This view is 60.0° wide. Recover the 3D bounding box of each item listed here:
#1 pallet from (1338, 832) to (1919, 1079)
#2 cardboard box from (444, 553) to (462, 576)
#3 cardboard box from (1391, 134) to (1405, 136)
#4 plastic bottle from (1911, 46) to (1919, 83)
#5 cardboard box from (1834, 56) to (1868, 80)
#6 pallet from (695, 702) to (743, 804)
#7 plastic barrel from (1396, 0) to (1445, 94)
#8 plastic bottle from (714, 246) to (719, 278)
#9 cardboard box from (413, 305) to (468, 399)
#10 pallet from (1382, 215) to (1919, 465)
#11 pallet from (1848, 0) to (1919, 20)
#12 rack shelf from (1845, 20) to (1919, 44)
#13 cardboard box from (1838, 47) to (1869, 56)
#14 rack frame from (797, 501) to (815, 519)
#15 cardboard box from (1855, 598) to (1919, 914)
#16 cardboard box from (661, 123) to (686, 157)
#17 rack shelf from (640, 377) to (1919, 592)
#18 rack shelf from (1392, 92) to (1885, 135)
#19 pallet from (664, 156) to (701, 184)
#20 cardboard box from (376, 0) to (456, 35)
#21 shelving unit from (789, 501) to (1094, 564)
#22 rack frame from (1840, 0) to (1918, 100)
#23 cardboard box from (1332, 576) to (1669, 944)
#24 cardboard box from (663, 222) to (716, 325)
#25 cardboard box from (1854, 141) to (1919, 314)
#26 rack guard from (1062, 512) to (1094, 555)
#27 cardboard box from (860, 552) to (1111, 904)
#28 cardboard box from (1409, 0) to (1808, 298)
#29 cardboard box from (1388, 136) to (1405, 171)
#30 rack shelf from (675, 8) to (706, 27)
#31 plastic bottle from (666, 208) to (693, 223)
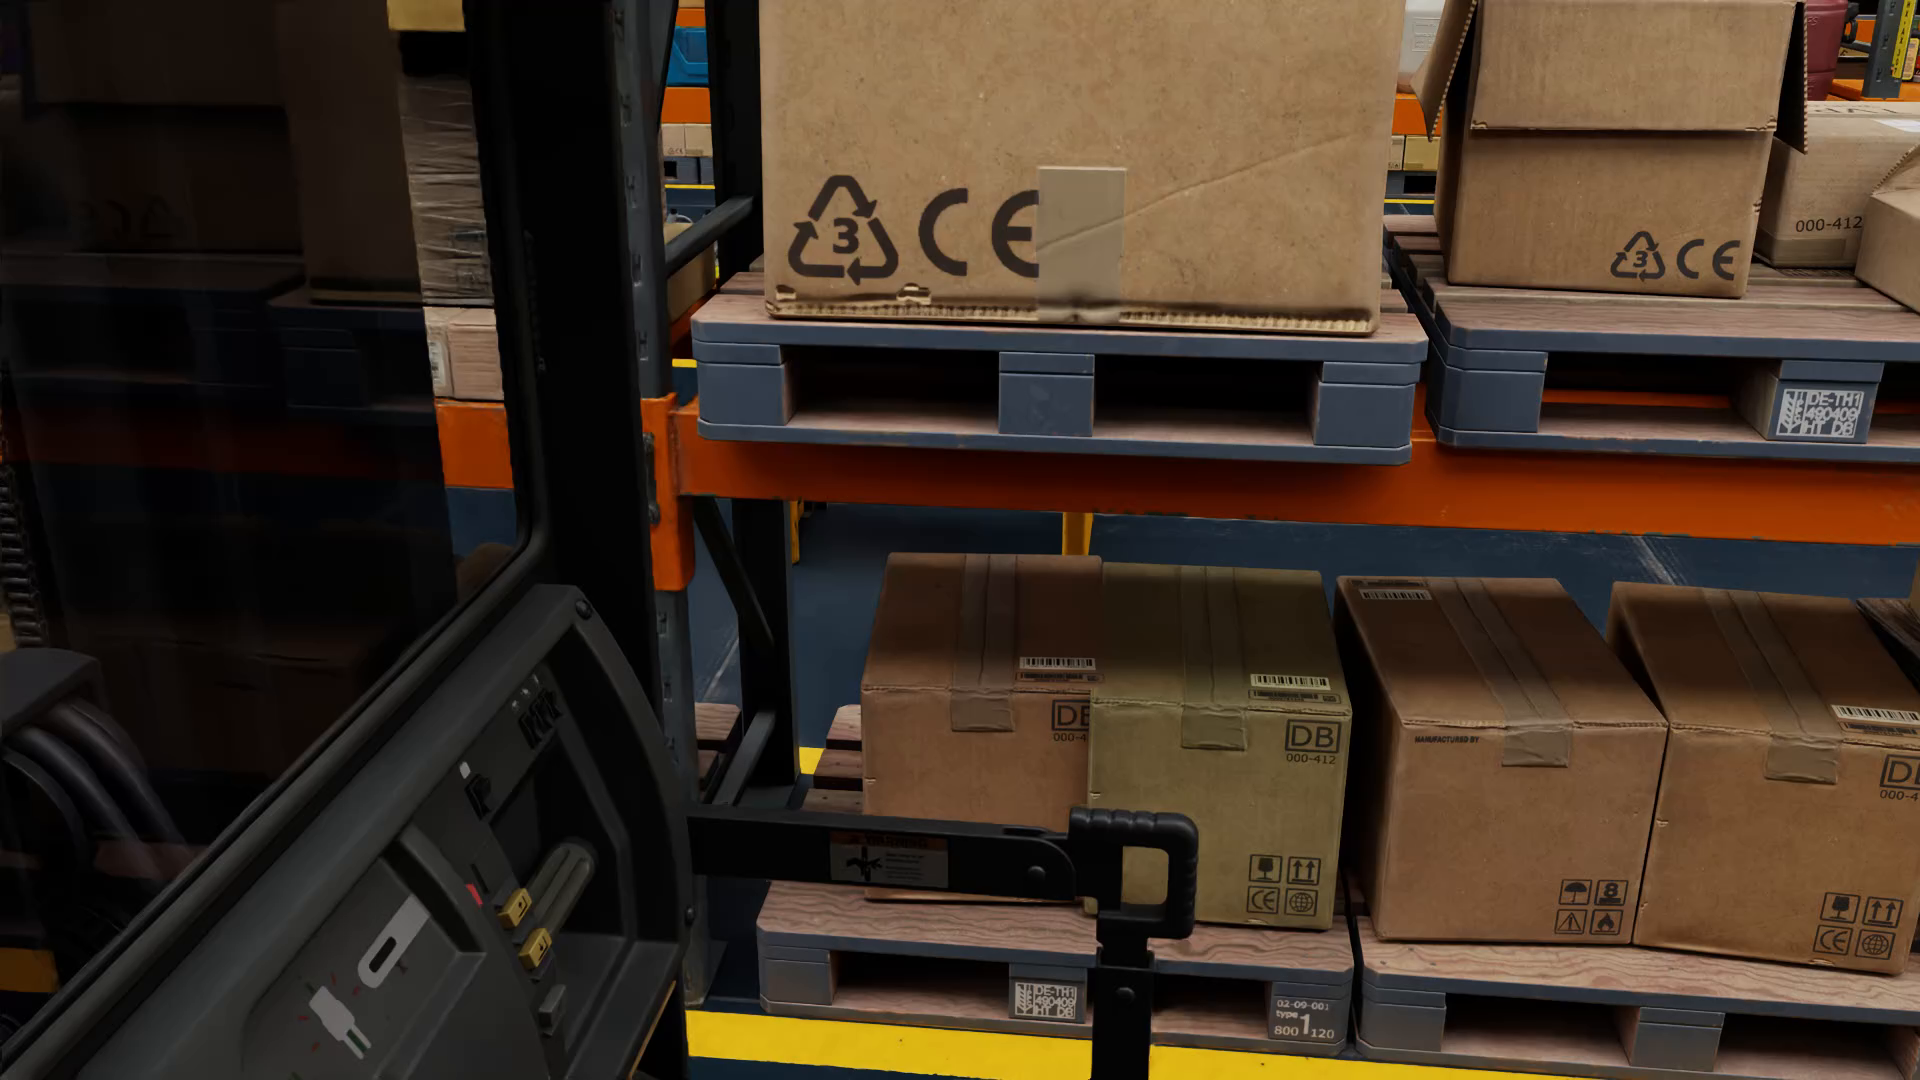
[{"bbox_3d":[1.448,0.781,3.678,1.213,0.211,1.003,2,22,6],"label":"pallet"},{"bbox_3d":[-1.502,0.312,3.899,0.500,0.500,0.500,10,24,23],"label":"cardboard box"},{"bbox_3d":[3.035,-3.198,12.355,0.500,0.311,0.500,2,22,6],"label":"cardboard box"},{"bbox_3d":[4.579,-2.271,7.874,0.097,0.201,0.097,0,22,0],"label":"plastic bottle"},{"bbox_3d":[6.631,-3.437,12.336,0.500,0.250,0.500,2,22,5],"label":"cardboard box"},{"bbox_3d":[-1.211,0.679,3.934,1.213,0.211,1.003,2,22,6],"label":"pallet"},{"bbox_3d":[2.125,-2.301,7.495,0.433,0.535,0.433,0,22,0],"label":"plastic barrel"},{"bbox_3d":[-1.142,-1.327,8.221,0.185,0.351,0.144,2,22,6],"label":"plastic bottle"},{"bbox_3d":[-1.035,-0.401,3.215,0.250,0.149,0.380,2,22,6],"label":"cardboard box"},{"bbox_3d":[1.461,-0.410,3.157,1.213,0.211,1.003,2,22,6],"label":"pallet"},{"bbox_3d":[6.533,-3.873,11.918,1.213,0.211,1.003,2,22,6],"label":"pallet"},{"bbox_3d":[6.588,-3.624,12.004,4.000,0.370,1.077,2,22,6],"label":"rack shelf"},{"bbox_3d":[8.492,-4.857,16.497,0.750,0.750,0.750,3,22,7],"label":"cardboard box"},{"bbox_3d":[-0.590,-0.723,5.729,0.032,1.500,0.500,2,22,6],"label":"rack frame"},{"bbox_3d":[2.212,0.489,3.425,0.500,0.500,0.700,1,22,2],"label":"cardboard box"},{"bbox_3d":[-2.339,-3.183,13.079,0.500,0.250,0.500,2,22,6],"label":"cardboard box"},{"bbox_3d":[1.446,-0.180,3.294,4.000,0.370,1.077,2,22,6],"label":"rack shelf"},{"bbox_3d":[2.029,-1.988,7.868,4.000,0.370,1.077,2,22,6],"label":"rack shelf"},{"bbox_3d":[-2.578,-3.076,13.434,1.213,0.211,1.003,2,22,6],"label":"pallet"},{"bbox_3d":[-1.019,-1.170,2.919,0.500,0.500,0.500,2,22,6],"label":"cardboard box"},{"bbox_3d":[-0.076,-0.701,5.672,1.083,1.500,0.587,2,22,6],"label":"shelving unit"},{"bbox_3d":[4.015,-2.236,7.517,0.127,3.000,1.000,2,22,6],"label":"rack frame"},{"bbox_3d":[1.094,0.443,3.542,0.500,0.500,0.700,1,22,2],"label":"cardboard box"},{"bbox_3d":[-0.718,-0.603,3.728,0.250,0.149,0.380,2,22,6],"label":"cardboard box"},{"bbox_3d":[1.744,-0.534,2.823,0.258,0.266,0.396,2,22,5],"label":"cardboard box"},{"bbox_3d":[0.419,-0.098,5.848,0.087,0.250,0.587,2,22,6],"label":"rack guard"},{"bbox_3d":[0.067,0.391,3.672,0.500,0.500,0.700,1,22,2],"label":"cardboard box"},{"bbox_3d":[1.192,-0.803,3.180,0.637,0.503,0.797,5,22,12],"label":"cardboard box"},{"bbox_3d":[3.039,-2.939,12.462,0.500,0.250,0.500,3,22,8],"label":"cardboard box"},{"bbox_3d":[-1.357,-3.970,12.880,4.000,0.370,1.077,2,22,6],"label":"rack shelf"},{"bbox_3d":[-1.504,-1.603,8.920,0.185,0.351,0.144,3,22,9],"label":"plastic bottle"}]
